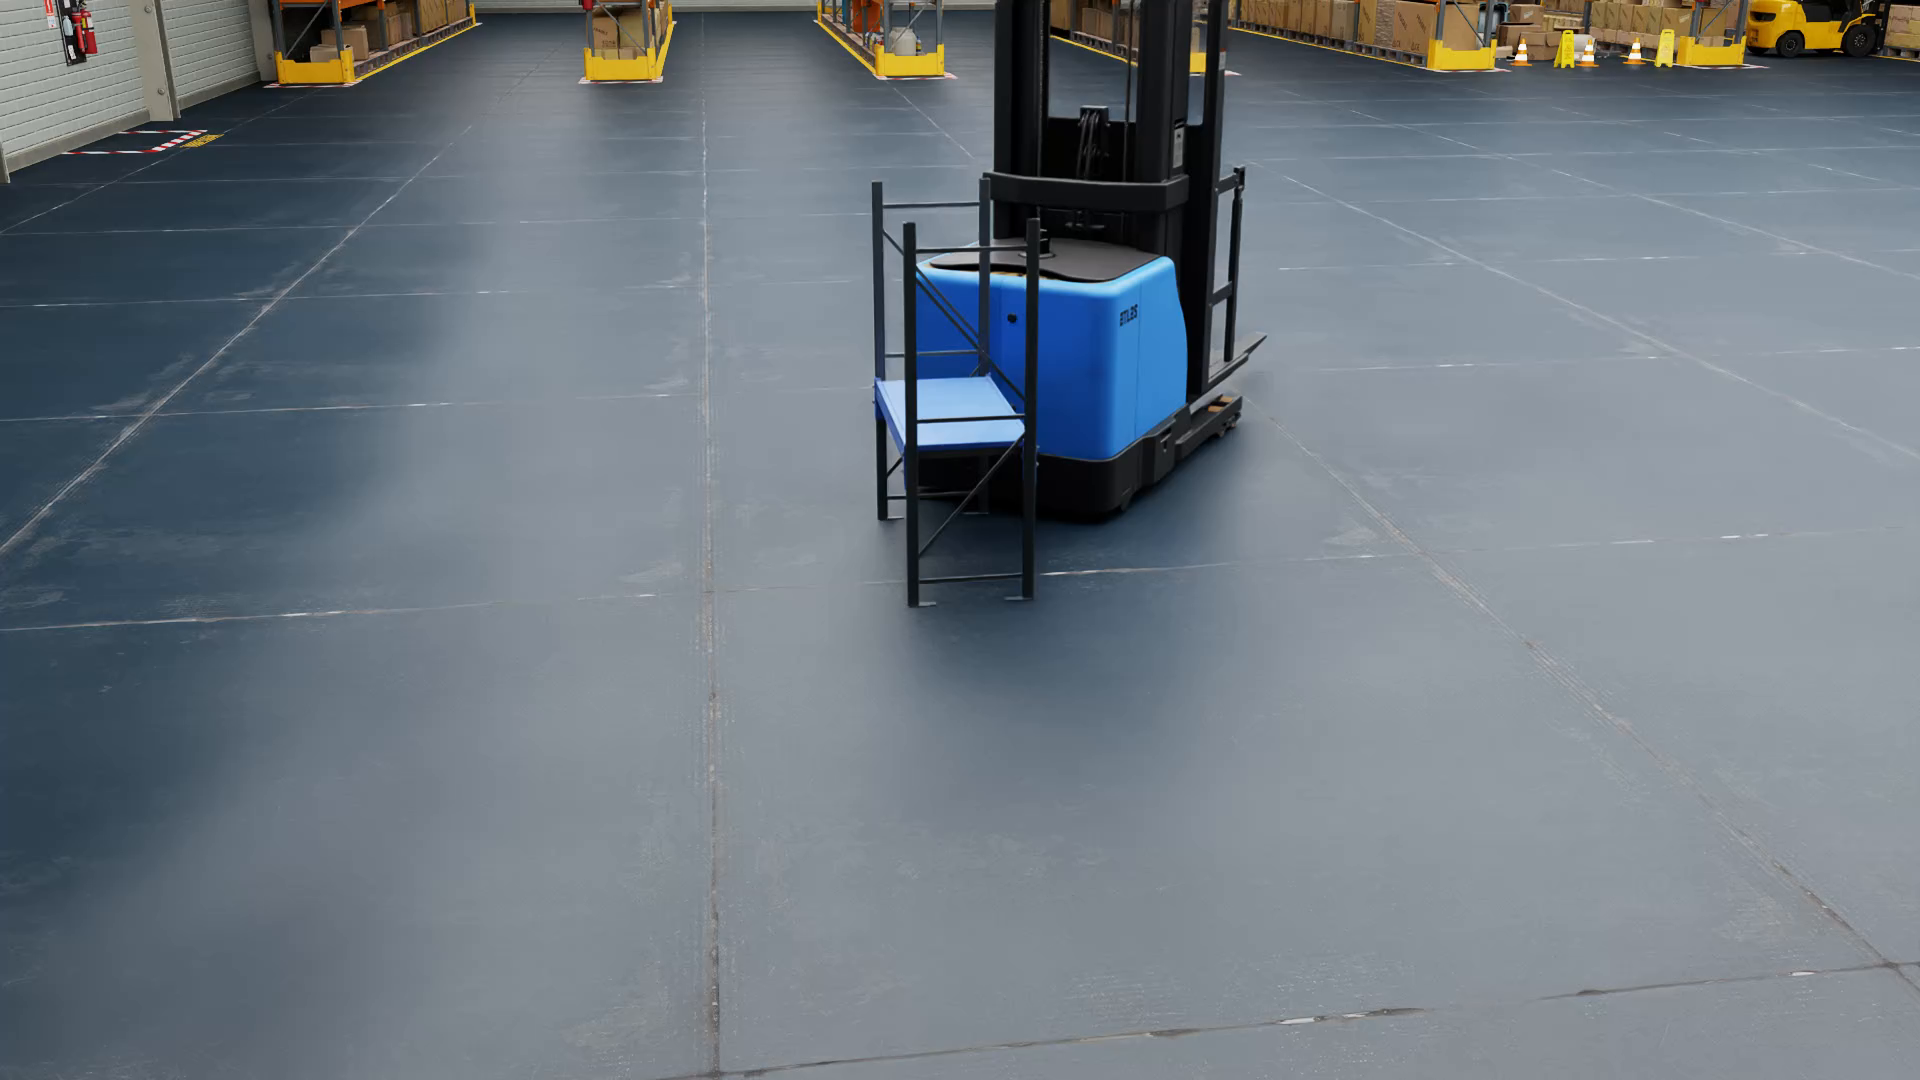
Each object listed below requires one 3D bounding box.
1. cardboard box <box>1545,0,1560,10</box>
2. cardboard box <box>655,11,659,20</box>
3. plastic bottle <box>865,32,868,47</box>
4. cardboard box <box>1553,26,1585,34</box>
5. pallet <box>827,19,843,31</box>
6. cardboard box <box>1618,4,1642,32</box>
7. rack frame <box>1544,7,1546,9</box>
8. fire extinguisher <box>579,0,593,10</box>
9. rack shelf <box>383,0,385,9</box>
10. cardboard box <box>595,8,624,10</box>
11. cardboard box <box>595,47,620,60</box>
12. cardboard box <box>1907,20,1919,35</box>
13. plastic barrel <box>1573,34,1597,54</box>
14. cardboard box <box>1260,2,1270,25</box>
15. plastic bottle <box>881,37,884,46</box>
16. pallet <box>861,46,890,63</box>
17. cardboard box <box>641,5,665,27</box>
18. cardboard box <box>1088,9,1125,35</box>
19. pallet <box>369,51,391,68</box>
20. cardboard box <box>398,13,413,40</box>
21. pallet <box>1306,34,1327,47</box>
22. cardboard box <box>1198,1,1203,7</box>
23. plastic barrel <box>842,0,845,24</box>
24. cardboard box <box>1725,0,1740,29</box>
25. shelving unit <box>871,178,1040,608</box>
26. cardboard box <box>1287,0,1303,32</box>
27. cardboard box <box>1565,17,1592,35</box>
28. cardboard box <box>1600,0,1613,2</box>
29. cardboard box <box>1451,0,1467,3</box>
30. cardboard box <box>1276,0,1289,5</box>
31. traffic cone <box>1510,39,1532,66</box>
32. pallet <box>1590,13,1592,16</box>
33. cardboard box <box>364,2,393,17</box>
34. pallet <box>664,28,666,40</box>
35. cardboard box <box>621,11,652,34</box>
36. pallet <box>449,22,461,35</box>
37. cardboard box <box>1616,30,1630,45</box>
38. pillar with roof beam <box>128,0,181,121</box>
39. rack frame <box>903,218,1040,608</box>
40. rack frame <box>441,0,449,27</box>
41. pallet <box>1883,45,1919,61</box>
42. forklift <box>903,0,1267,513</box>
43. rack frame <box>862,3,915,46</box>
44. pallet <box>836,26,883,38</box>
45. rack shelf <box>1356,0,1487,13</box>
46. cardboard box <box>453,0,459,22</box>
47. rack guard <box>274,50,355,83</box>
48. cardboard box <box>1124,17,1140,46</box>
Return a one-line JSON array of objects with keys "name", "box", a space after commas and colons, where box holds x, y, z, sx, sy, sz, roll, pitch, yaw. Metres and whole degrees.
[{"name": "cardboard box", "box": [16.497, -14.797, 45.515, 0.797, 0.503, 0.637, -4, 21, -10]}, {"name": "cardboard box", "box": [-6.395, -10.615, 33.877, 0.500, 0.311, 0.500, -3, 21, -8]}, {"name": "plastic bottle", "box": [-1.775, -9.626, 31.972, 0.097, 0.271, 0.097, 0, 20, 0]}, {"name": "cardboard box", "box": [12.129, -9.971, 33.193, 0.500, 0.500, 0.500, 12, 24, 30]}, {"name": "pallet", "box": [-2.684, -12.547, 40.507, 1.003, 0.211, 1.213, -3, 21, -8]}, {"name": "cardboard box", "box": [13.301, -10.258, 32.651, 0.500, 0.500, 0.500, -2, 21, -5]}, {"name": "rack frame", "box": [16.502, -15.986, 45.731, 1.000, 3.000, 0.127, -3, 21, -8]}, {"name": "fire extinguisher", "box": [-6.155, -9.096, 27.394, 0.296, 0.674, 0.183, -3, 21, -8]}, {"name": "rack shelf", "box": [-11.479, -10.686, 32.568, 1.077, 0.370, 4.000, -3, 21, -8]}, {"name": "cardboard box", "box": [-6.532, -9.665, 31.065, 0.500, 0.500, 0.500, -3, 21, -8]}, {"name": "cardboard box", "box": [-6.082, -8.276, 28.418, 0.500, 0.250, 0.500, -3, 21, -8]}, {"name": "cardboard box", "box": [18.429, -9.742, 31.628, 0.500, 0.250, 0.500, -3, 21, -8]}, {"name": "plastic barrel", "box": [12.102, -9.627, 32.387, 0.512, 0.421, 0.421, 12, 24, 30]}, {"name": "cardboard box", "box": [7.343, -12.283, 38.788, 0.500, 0.500, 0.500, -4, 21, -10]}, {"name": "plastic bottle", "box": [-1.413, -9.087, 30.512, 0.061, 0.283, 0.133, -3, 21, -8]}, {"name": "pallet", "box": [-1.331, -9.289, 31.786, 1.003, 0.211, 1.213, -3, 21, -8]}, {"name": "cardboard box", "box": [-6.877, -11.709, 37.223, 0.500, 0.500, 0.500, -4, 21, -10]}, {"name": "cardboard box", "box": [3.147, -11.078, 35.533, 0.700, 0.500, 0.500, -5, 21, -12]}, {"name": "pallet", "box": [-11.059, -8.794, 30.459, 1.003, 0.211, 1.213, -3, 21, -8]}, {"name": "cardboard box", "box": [-11.612, -10.504, 33.997, 0.700, 0.500, 0.500, -3, 21, -7]}, {"name": "pallet", "box": [8.072, -10.676, 35.498, 1.003, 0.211, 1.213, -3, 21, -8]}, {"name": "cardboard box", "box": [6.512, -14.159, 43.887, 0.380, 0.149, 0.250, -3, 21, -8]}, {"name": "plastic barrel", "box": [-2.479, -12.625, 39.130, 0.600, 0.901, 0.708, -3, 21, -8]}, {"name": "cardboard box", "box": [17.834, -11.858, 37.473, 0.875, 0.625, 0.625, -2, 21, -6]}, {"name": "shelving unit", "box": [-0.039, -0.630, 6.759, 0.538, 1.500, 1.048, -3, 21, -9]}, {"name": "cardboard box", "box": [7.859, -11.608, 36.623, 1.050, 0.750, 0.750, -3, 21, -8]}, {"name": "cardboard box", "box": [13.243, -10.727, 34.806, 0.950, 0.372, 0.625, -3, 21, -7]}, {"name": "cardboard box", "box": [13.097, -10.880, 33.389, 0.380, 0.149, 0.250, -3, 21, -7]}, {"name": "cardboard box", "box": [12.474, -13.028, 40.248, 0.875, 0.875, 0.875, -2, 21, -6]}, {"name": "cardboard box", "box": [7.502, -12.281, 37.711, 0.500, 0.250, 0.500, -3, 21, -9]}, {"name": "traffic cone", "box": [10.342, -8.977, 30.591, 0.336, 0.463, 0.334, -3, 21, -8]}, {"name": "pallet", "box": [16.981, -13.533, 43.148, 1.003, 0.211, 1.213, -3, 21, -8]}, {"name": "cardboard box", "box": [-11.512, -10.477, 32.852, 0.500, 0.250, 0.500, -3, 21, -8]}, {"name": "pallet", "box": [-7.108, -11.342, 37.283, 1.003, 0.211, 1.213, -3, 21, -8]}, {"name": "cardboard box", "box": [-5.870, -9.346, 30.209, 0.500, 0.500, 0.500, -3, 21, -8]}, {"name": "pallet", "box": [-12.376, -12.061, 39.208, 1.003, 0.211, 1.213, -3, 21, -8]}, {"name": "cardboard box", "box": [13.306, -9.903, 32.773, 0.500, 0.250, 0.500, -3, 21, -8]}, {"name": "pillar with roof beam", "box": [-6.446, -10.095, 21.382, 9.100, 9.000, 0.400, -3, 21, -8]}, {"name": "rack frame", "box": [0.043, -0.454, 6.289, 0.500, 1.500, 0.032, -3, 21, -9]}, {"name": "rack frame", "box": [-12.344, -13.101, 38.005, 1.000, 3.000, 0.127, -3, 21, -8]}, {"name": "pallet", "box": [18.657, -9.403, 32.090, 1.003, 0.211, 1.213, -3, 21, -8]}, {"name": "forklift", "box": [0.844, -1.968, 8.295, 1.130, 2.935, 3.031, 10, 23, 25]}, {"name": "rack frame", "box": [-1.387, -10.830, 31.926, 1.000, 3.000, 0.127, -3, 21, -8]}, {"name": "pallet", "box": [-2.291, -11.601, 37.976, 1.003, 0.211, 1.213, -3, 21, -8]}, {"name": "rack shelf", "box": [8.725, -10.266, 31.443, 1.077, 0.370, 4.000, -3, 21, -8]}, {"name": "cardboard box", "box": [-12.491, -12.742, 40.018, 0.700, 0.500, 0.500, -2, 21, -6]}, {"name": "rack guard", "box": [-10.625, -7.801, 27.388, 1.175, 0.500, 0.348, -3, 21, -8]}, {"name": "cardboard box", "box": [3.532, -9.965, 32.583, 0.500, 0.500, 0.500, -4, 21, -9]}]
